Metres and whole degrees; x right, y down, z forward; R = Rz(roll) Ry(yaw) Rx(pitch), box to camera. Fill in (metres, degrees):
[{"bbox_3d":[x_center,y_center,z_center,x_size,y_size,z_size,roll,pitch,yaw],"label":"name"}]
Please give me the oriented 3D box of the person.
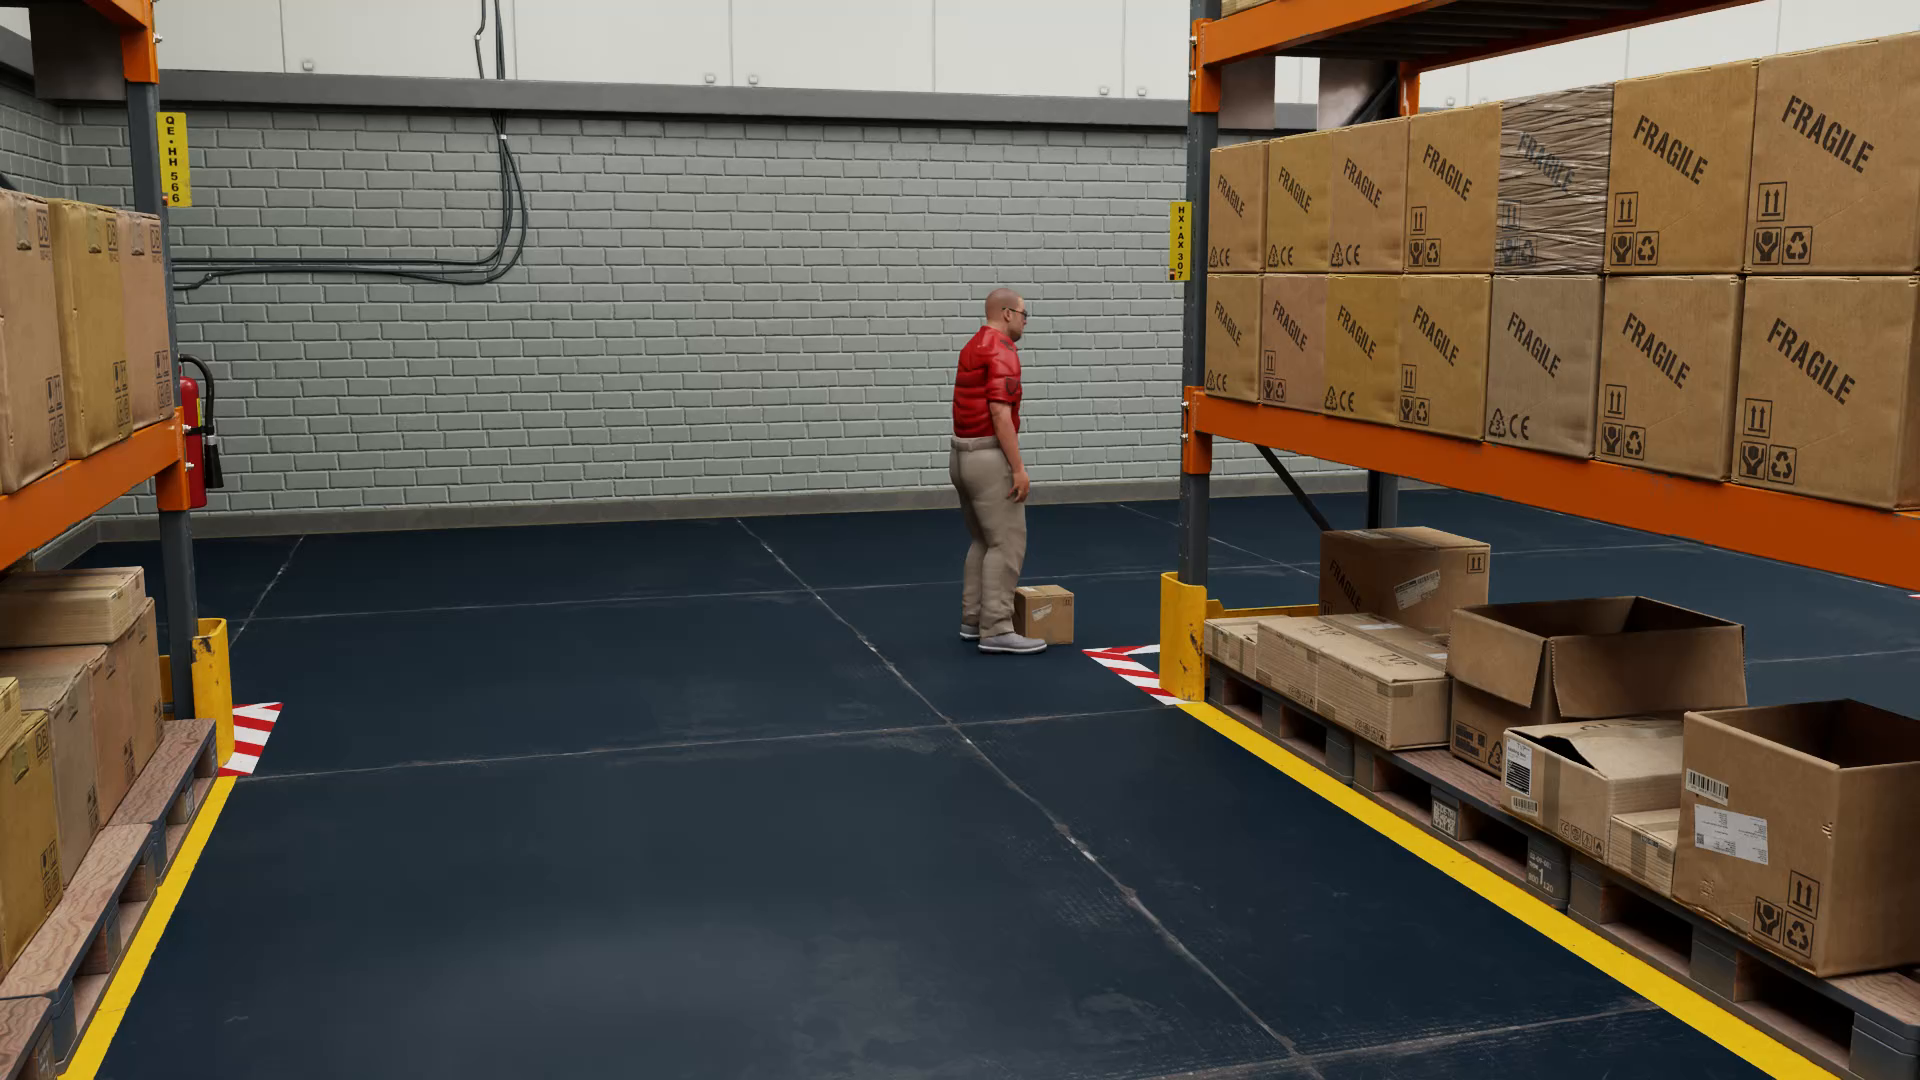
[{"bbox_3d":[0.162,-0.346,8.053,0.388,1.727,0.598,-3,10,-18],"label":"person"}]
